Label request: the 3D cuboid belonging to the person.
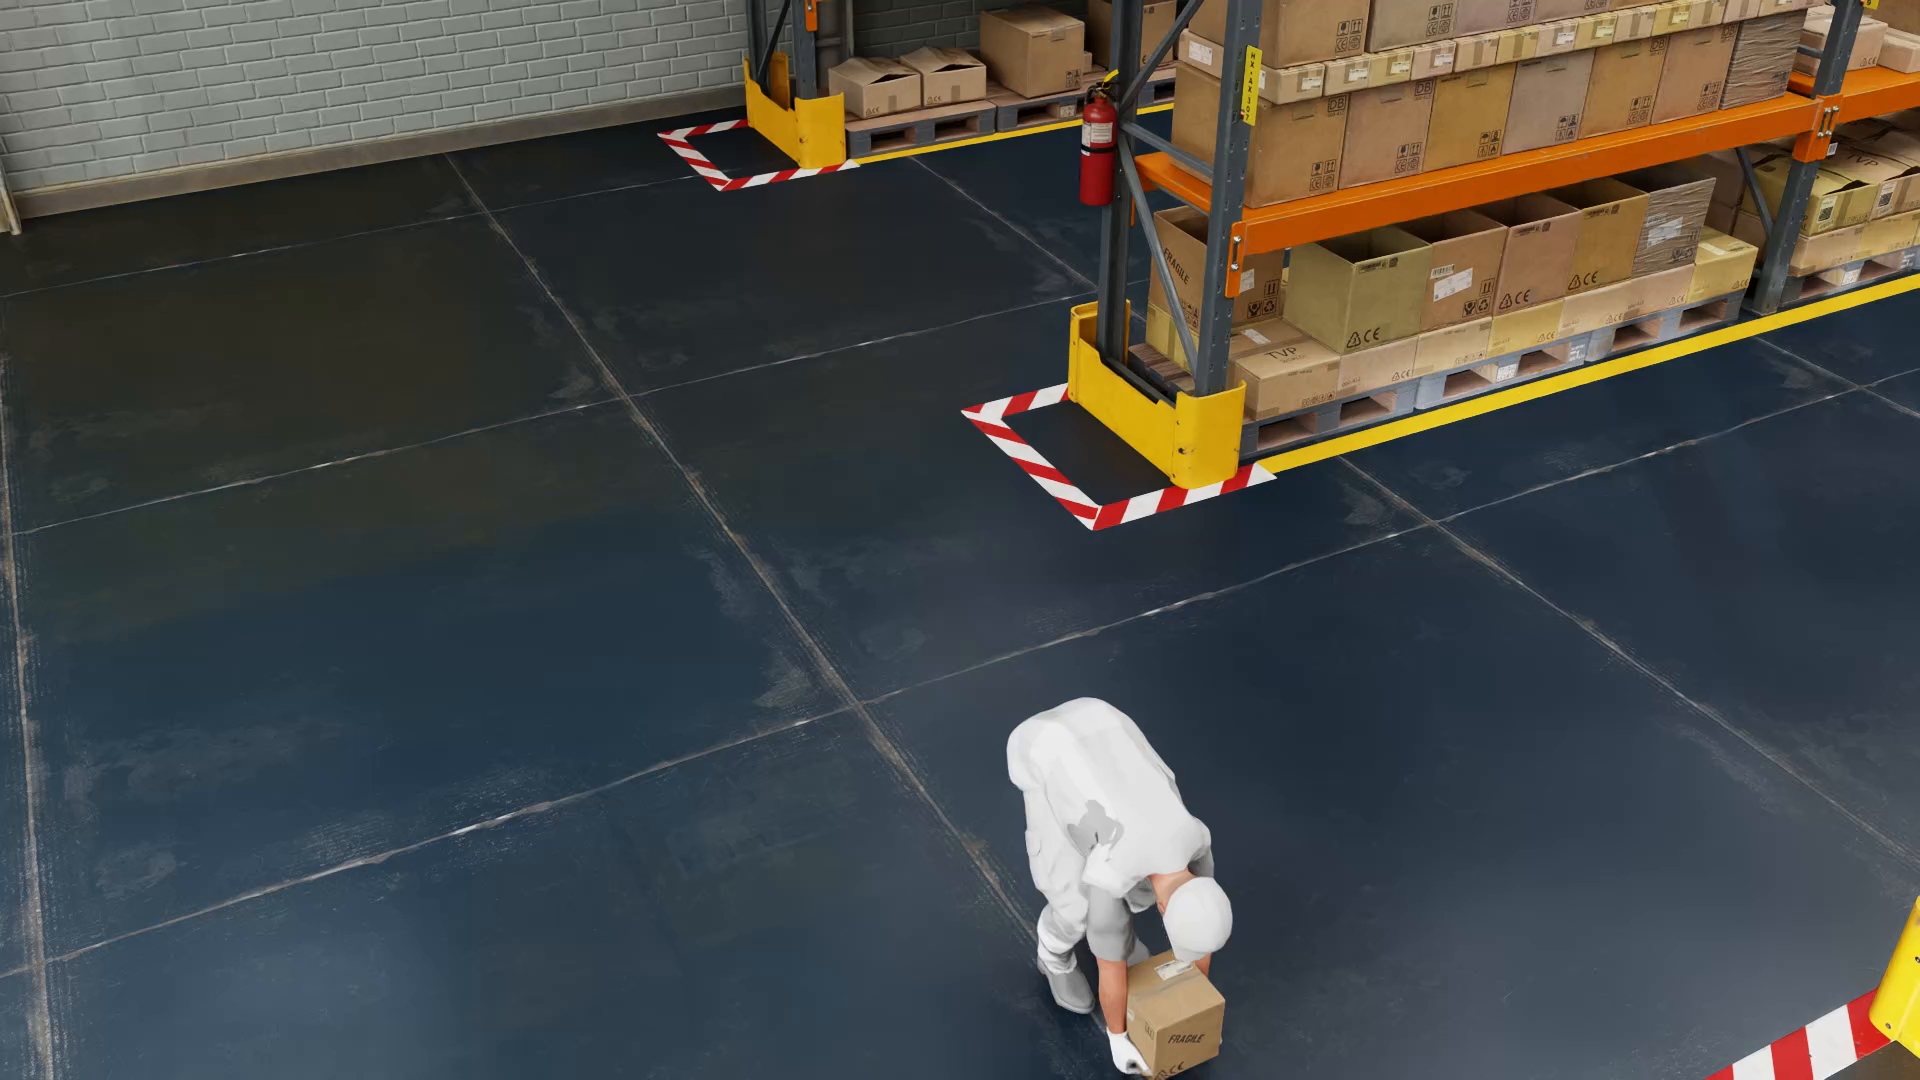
[{"bbox_3d":[0.514,1.077,5.169,0.524,0.997,0.950,-18,37,-25],"label":"person"}]
